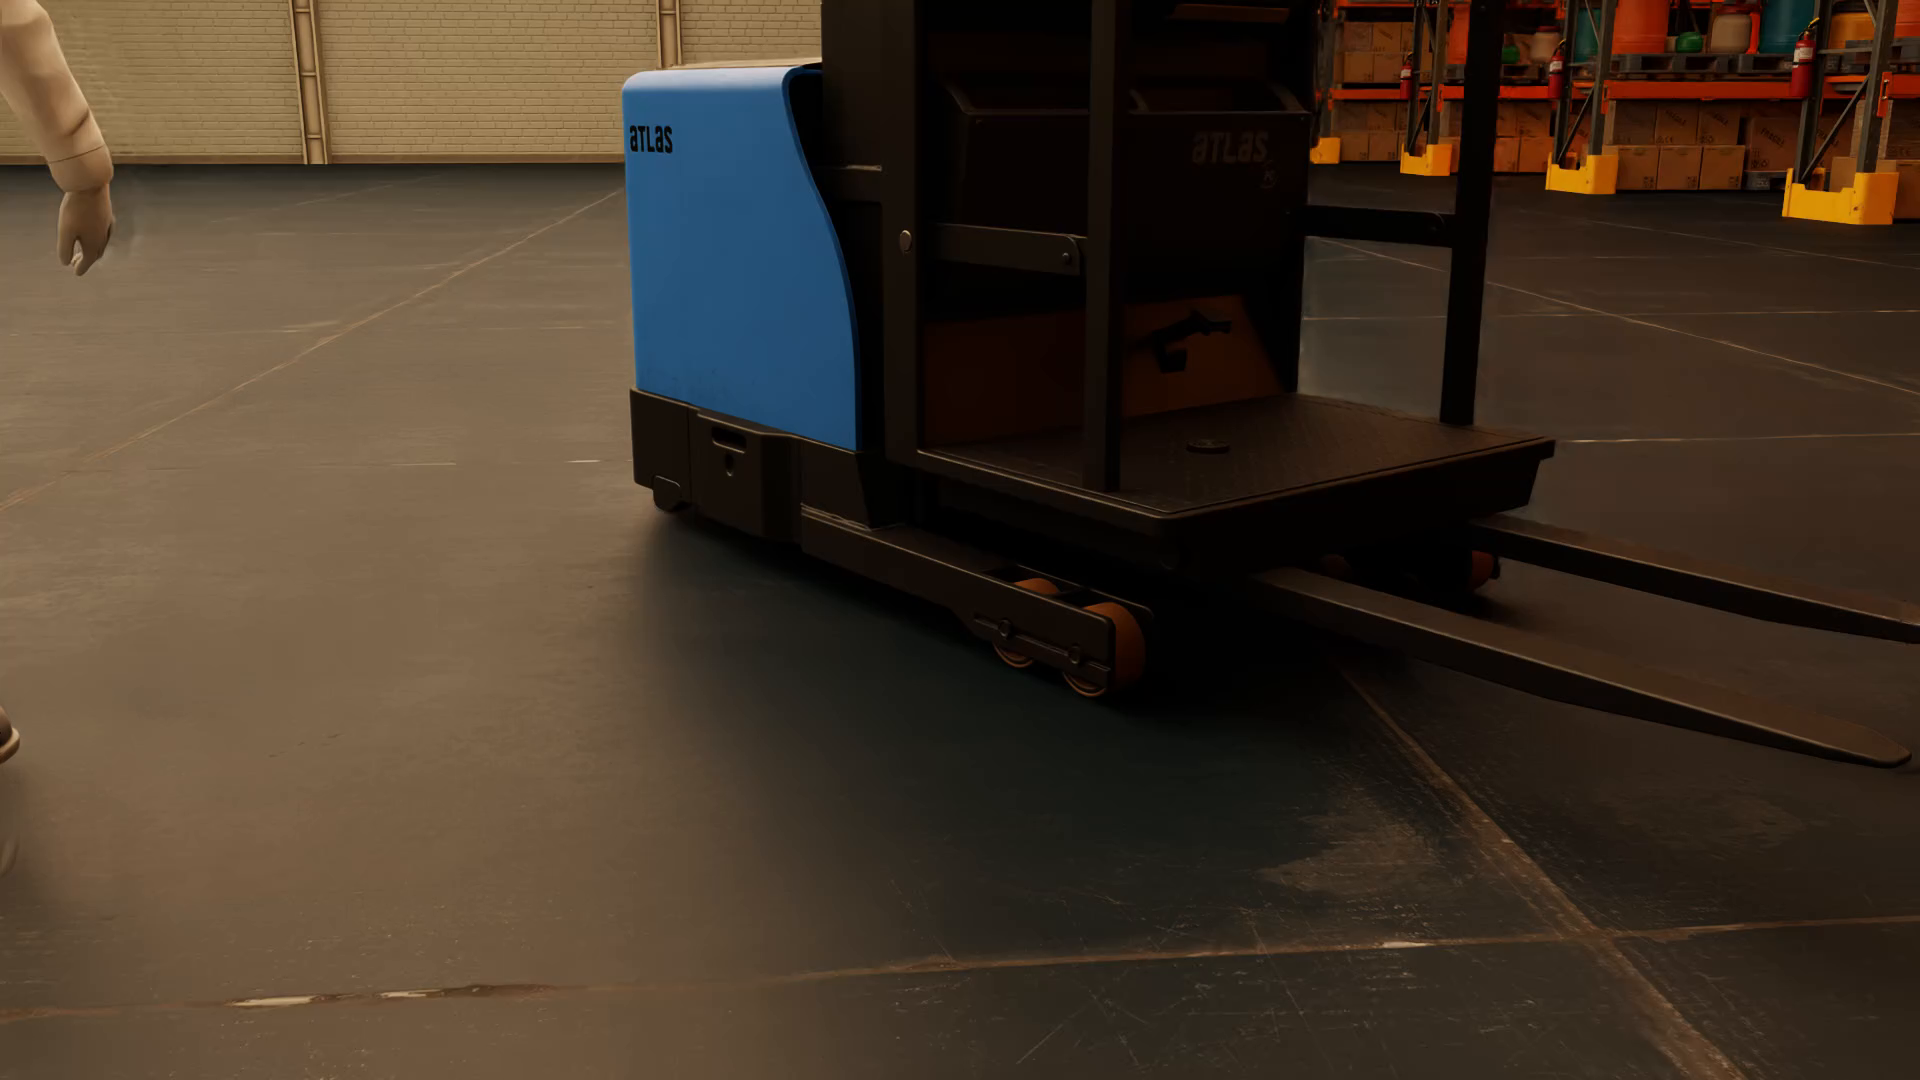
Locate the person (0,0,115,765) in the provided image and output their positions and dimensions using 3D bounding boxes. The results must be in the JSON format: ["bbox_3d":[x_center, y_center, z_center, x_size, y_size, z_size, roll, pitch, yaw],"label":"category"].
[{"bbox_3d":[-1.527,-0.322,2.112,0.527,1.647,0.849,3,15,10],"label":"person"}]

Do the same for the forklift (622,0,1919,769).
[{"bbox_3d":[0.469,-1.285,3.058,1.130,2.935,3.031,-11,18,-36],"label":"forklift"}]
